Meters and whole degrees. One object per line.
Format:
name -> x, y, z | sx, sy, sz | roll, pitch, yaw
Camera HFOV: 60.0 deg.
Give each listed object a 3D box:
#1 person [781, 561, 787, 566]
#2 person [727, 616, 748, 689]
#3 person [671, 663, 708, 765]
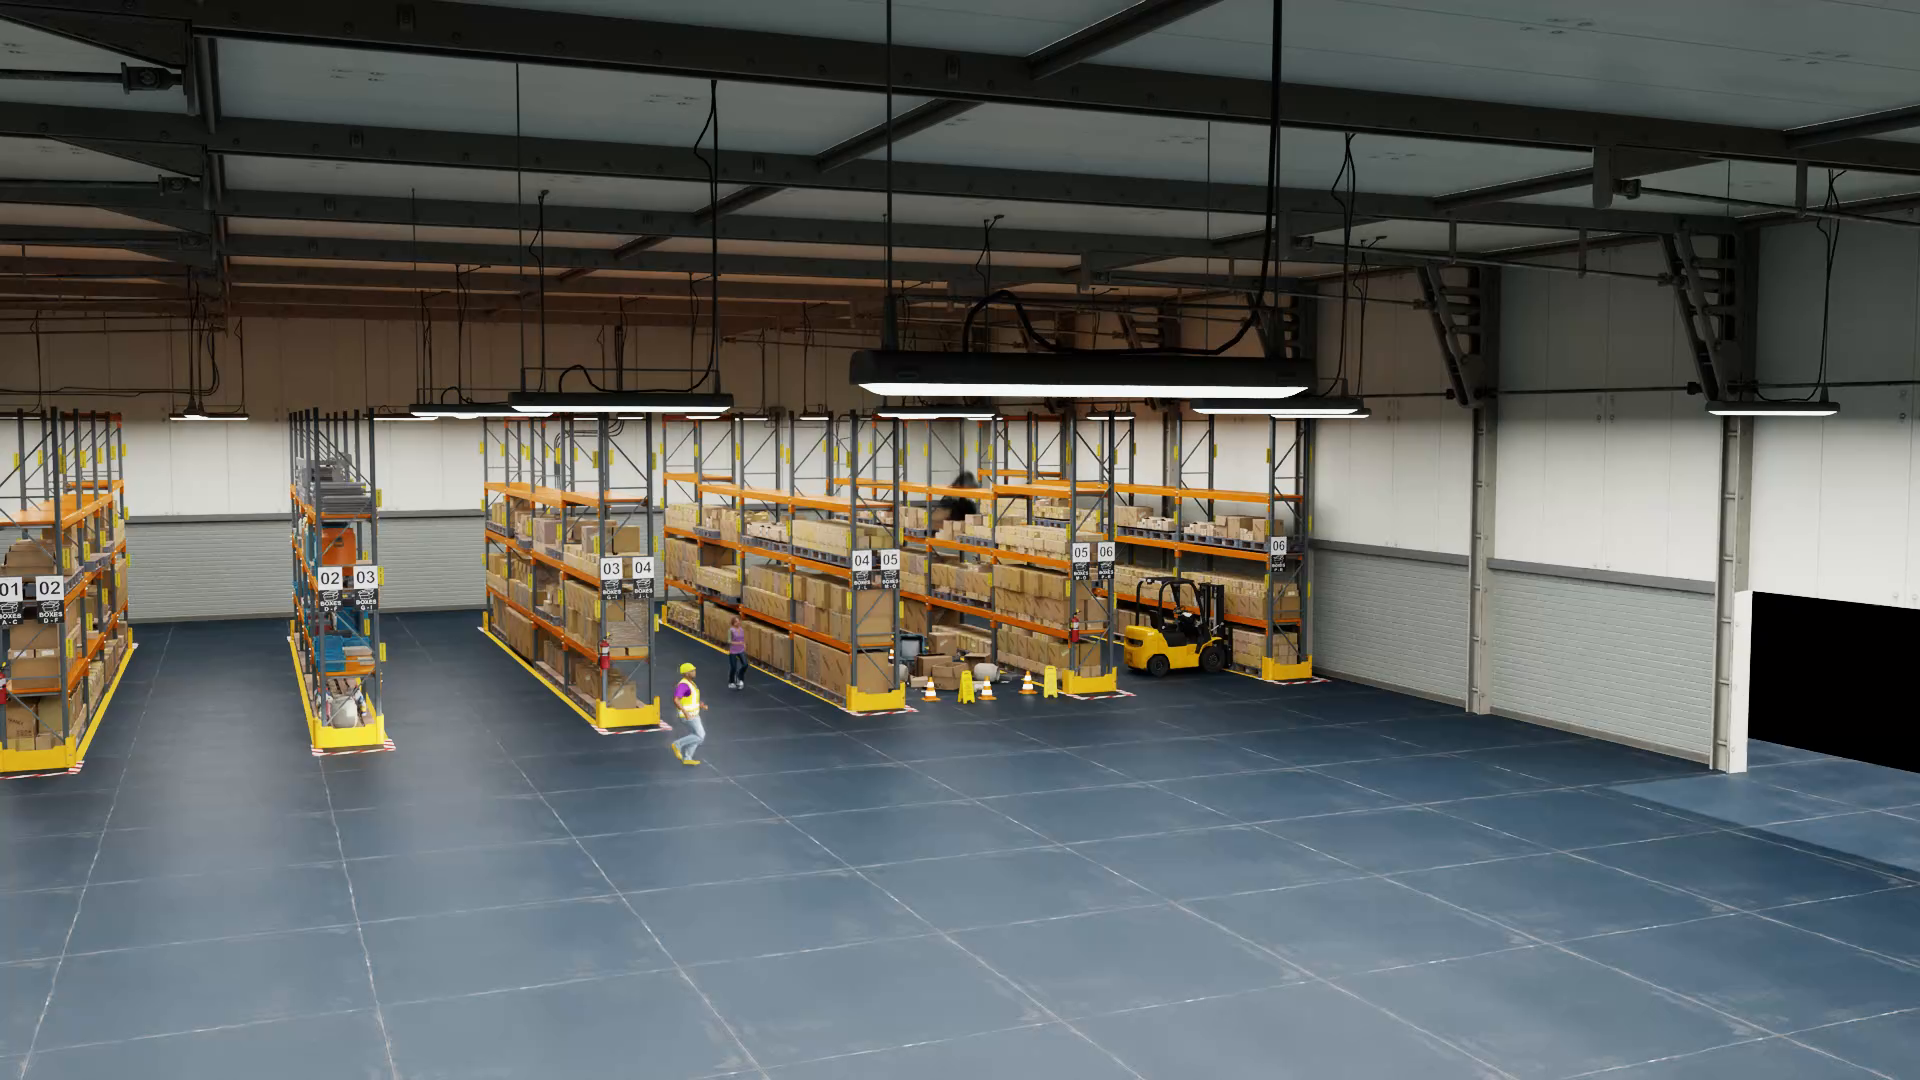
person -> -5.379, 1.340, 50.682 | 0.610, 1.706, 0.636 | -1, 4, -19
person -> -4.766, 2.423, 35.651 | 0.510, 1.578, 0.644 | -3, 5, -35
person -> -4.535, 2.916, 27.847 | 0.582, 1.718, 0.707 | 0, 4, 1
